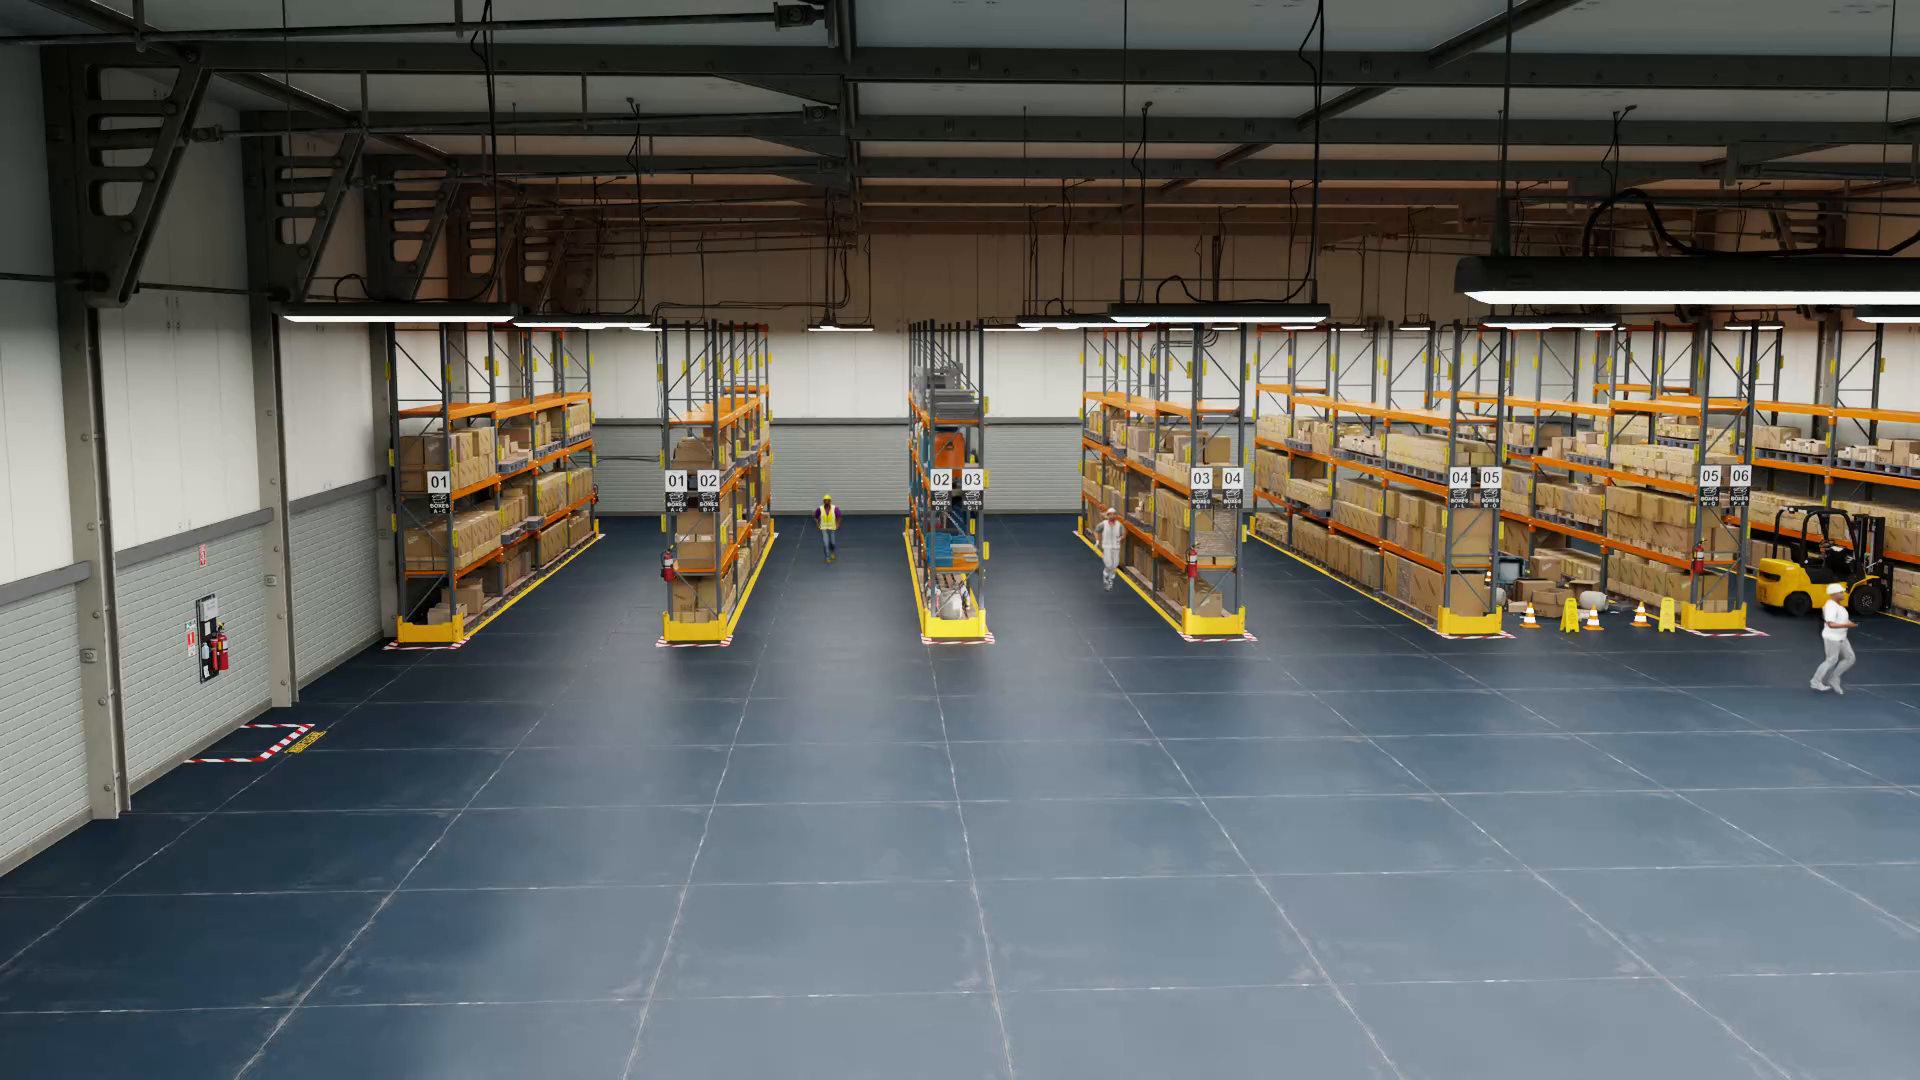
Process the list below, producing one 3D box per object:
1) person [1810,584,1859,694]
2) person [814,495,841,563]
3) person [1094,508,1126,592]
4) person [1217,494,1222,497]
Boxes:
[{"bbox_3d":[13.982,1.588,26.511,0.683,1.795,0.677,6,10,42],"label":"person"},{"bbox_3d":[-3.306,-0.272,41.624,0.679,1.721,0.576,-1,7,-5],"label":"person"},{"bbox_3d":[3.201,0.216,35.173,0.649,1.786,0.642,-1,7,-8],"label":"person"},{"bbox_3d":[7.250,-0.764,46.269,0.534,1.553,0.594,0,7,1],"label":"person"}]
